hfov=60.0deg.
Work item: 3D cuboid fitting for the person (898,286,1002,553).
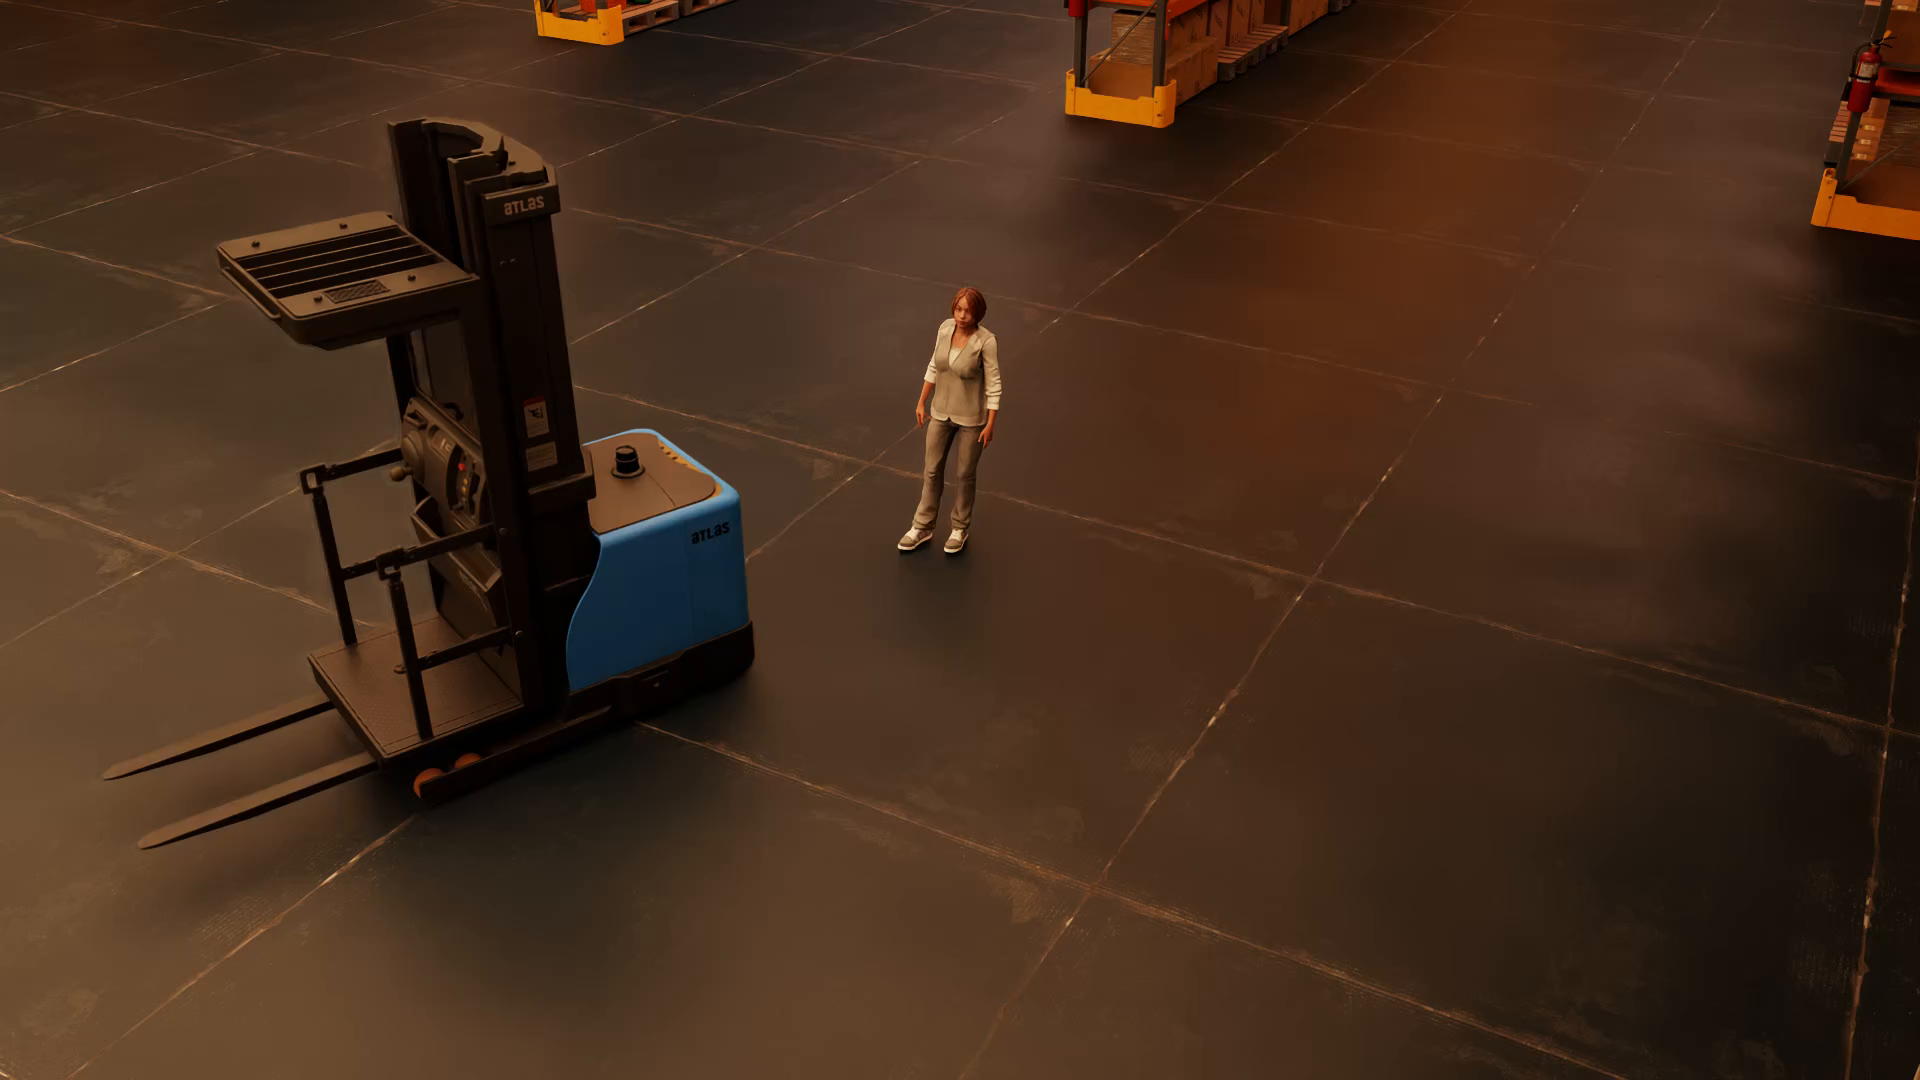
[{"bbox_3d":[-0.048,-0.669,9.550,0.520,1.597,0.475,15,33,25],"label":"person"}]

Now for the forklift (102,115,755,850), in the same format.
[{"bbox_3d":[-2.563,-0.323,7.631,3.031,2.935,1.130,-21,36,-32],"label":"forklift"}]
